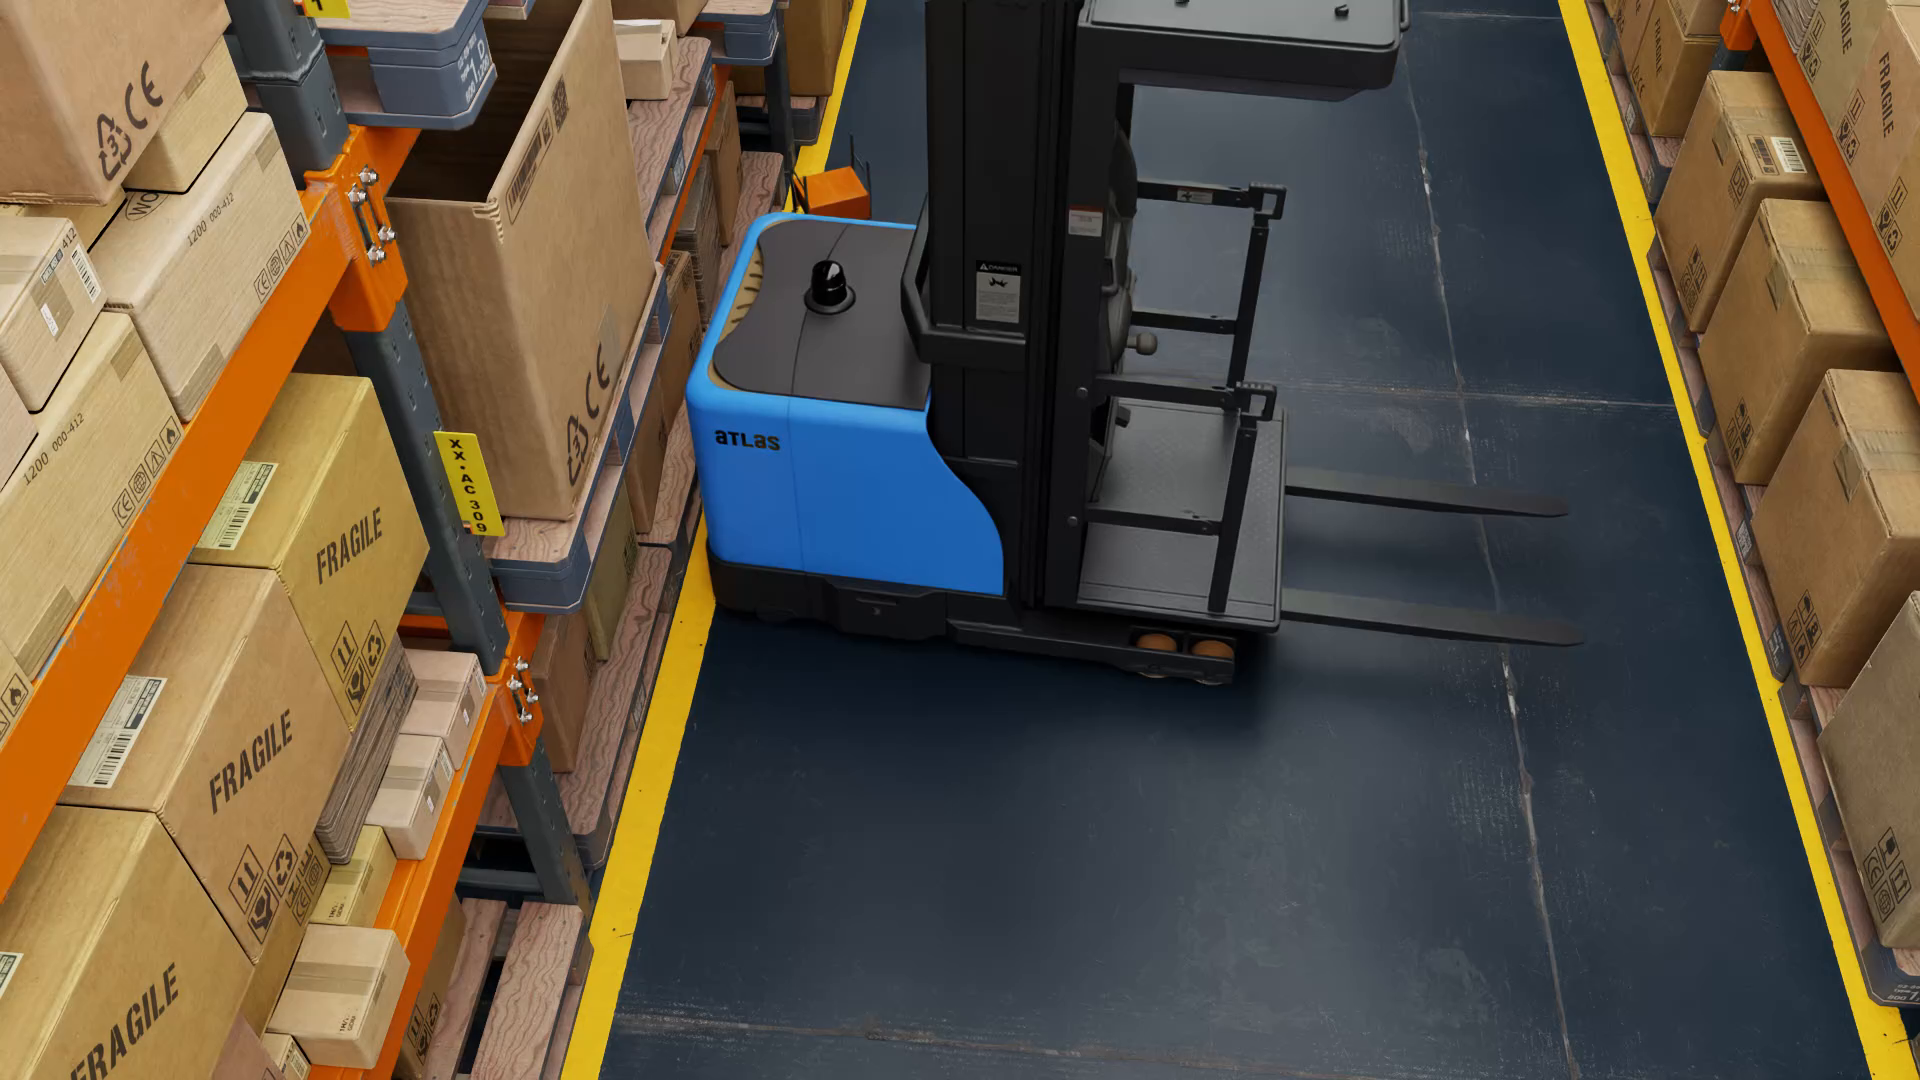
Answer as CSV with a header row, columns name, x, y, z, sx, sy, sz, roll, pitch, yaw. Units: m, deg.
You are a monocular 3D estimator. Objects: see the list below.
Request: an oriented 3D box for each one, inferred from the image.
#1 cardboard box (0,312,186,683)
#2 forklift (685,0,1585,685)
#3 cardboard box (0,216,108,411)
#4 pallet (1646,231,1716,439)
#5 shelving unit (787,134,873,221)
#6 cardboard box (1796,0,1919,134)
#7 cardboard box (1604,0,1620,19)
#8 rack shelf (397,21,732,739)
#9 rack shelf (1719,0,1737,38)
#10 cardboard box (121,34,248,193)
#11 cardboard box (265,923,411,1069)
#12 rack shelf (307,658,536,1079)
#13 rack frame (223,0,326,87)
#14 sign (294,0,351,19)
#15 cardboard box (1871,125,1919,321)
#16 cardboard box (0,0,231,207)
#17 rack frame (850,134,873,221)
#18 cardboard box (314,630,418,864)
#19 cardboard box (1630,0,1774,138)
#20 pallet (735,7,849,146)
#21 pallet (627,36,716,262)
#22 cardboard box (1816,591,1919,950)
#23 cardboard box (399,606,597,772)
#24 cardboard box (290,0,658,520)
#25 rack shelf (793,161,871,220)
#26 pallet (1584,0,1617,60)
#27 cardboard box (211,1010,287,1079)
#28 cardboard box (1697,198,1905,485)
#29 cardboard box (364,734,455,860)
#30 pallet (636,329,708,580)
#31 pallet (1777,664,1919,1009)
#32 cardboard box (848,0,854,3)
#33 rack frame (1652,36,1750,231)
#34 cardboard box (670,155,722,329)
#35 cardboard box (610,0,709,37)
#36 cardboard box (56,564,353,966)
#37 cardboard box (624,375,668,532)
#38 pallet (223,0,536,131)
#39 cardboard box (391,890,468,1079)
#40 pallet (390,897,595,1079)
name,x,y,z,sx,sy,sz,roll,pitch,yaw
cardboard box,-1.486,-0.088,2.366,0.500,0.250,0.500,5,48,5
forklift,0.673,-0.910,5.096,3.031,2.935,1.130,7,48,6
cardboard box,-1.440,-0.319,2.308,0.380,0.149,0.250,2,48,2
pallet,3.502,-0.878,6.910,1.003,0.211,1.213,4,48,4
shelving unit,-0.483,-1.059,6.505,0.252,1.050,0.215,-17,49,-15
cardboard box,3.295,-1.741,5.742,0.500,0.500,0.500,3,48,3
cardboard box,3.531,-2.963,8.337,0.500,0.500,0.500,2,48,2
rack shelf,-1.464,-1.089,5.700,1.077,0.370,4.000,4,48,4
rack shelf,3.831,-3.620,8.016,1.077,0.370,4.000,4,48,4
cardboard box,-1.388,-0.700,2.656,0.380,0.149,0.250,5,48,5
cardboard box,-1.400,0.955,3.514,0.380,0.149,0.250,4,48,4
rack shelf,-1.828,1.851,3.012,1.077,0.370,4.000,4,48,4
rack frame,-1.646,-1.886,1.877,1.000,3.000,0.127,4,48,4
sign,-1.105,-1.018,2.765,0.100,0.325,0.005,4,48,4
cardboard box,3.201,-1.005,5.069,0.500,0.500,0.500,3,48,3
cardboard box,-1.433,-0.829,2.335,0.500,0.500,0.500,3,48,2
rack frame,-0.370,-1.093,6.536,0.008,1.050,0.200,-17,49,-15
cardboard box,-1.749,0.331,3.645,0.875,0.500,0.500,4,48,4
cardboard box,3.448,-2.192,7.632,0.500,0.500,0.500,4,48,3
pallet,-1.135,-2.434,8.333,1.003,0.211,1.213,4,48,4
pallet,-1.421,-1.279,5.517,1.003,0.211,1.213,4,48,4
cardboard box,3.251,0.702,4.816,1.050,0.750,0.750,4,48,3
cardboard box,-1.569,0.384,5.262,0.700,0.500,0.500,1,48,1
cardboard box,-1.434,-0.780,4.240,1.000,1.000,1.000,4,48,4
rack shelf,-0.484,-1.246,6.306,0.240,0.259,0.215,-17,49,-15
pallet,3.835,-2.920,8.778,1.003,0.211,1.213,4,48,4
cardboard box,-1.775,1.070,2.969,0.875,0.500,0.500,4,48,4
cardboard box,3.427,-0.692,6.090,1.050,0.750,0.750,5,48,4
cardboard box,-1.405,0.584,3.853,0.380,0.149,0.250,4,48,4
pallet,-1.468,-0.392,6.465,1.003,0.211,1.213,4,48,4
pallet,3.279,0.915,5.270,1.003,0.211,1.213,4,48,4
cardboard box,-1.109,-3.386,8.469,1.225,0.875,0.875,4,48,4
rack frame,3.649,-2.393,6.406,1.000,3.000,0.127,4,48,4
cardboard box,-1.360,-1.204,6.714,0.700,0.500,0.500,0,48,0
cardboard box,-1.242,-2.160,5.840,0.700,0.500,0.500,10,48,9
cardboard box,-1.457,0.383,2.920,0.500,0.500,0.500,4,48,4
cardboard box,-1.456,-0.377,5.958,0.700,0.500,0.500,0,48,0
pallet,-1.484,-1.257,3.461,1.213,0.211,1.003,4,48,4
cardboard box,-1.722,1.131,4.592,0.500,0.500,0.500,3,48,2
pallet,-1.672,1.575,4.666,1.003,0.211,1.213,4,48,4
